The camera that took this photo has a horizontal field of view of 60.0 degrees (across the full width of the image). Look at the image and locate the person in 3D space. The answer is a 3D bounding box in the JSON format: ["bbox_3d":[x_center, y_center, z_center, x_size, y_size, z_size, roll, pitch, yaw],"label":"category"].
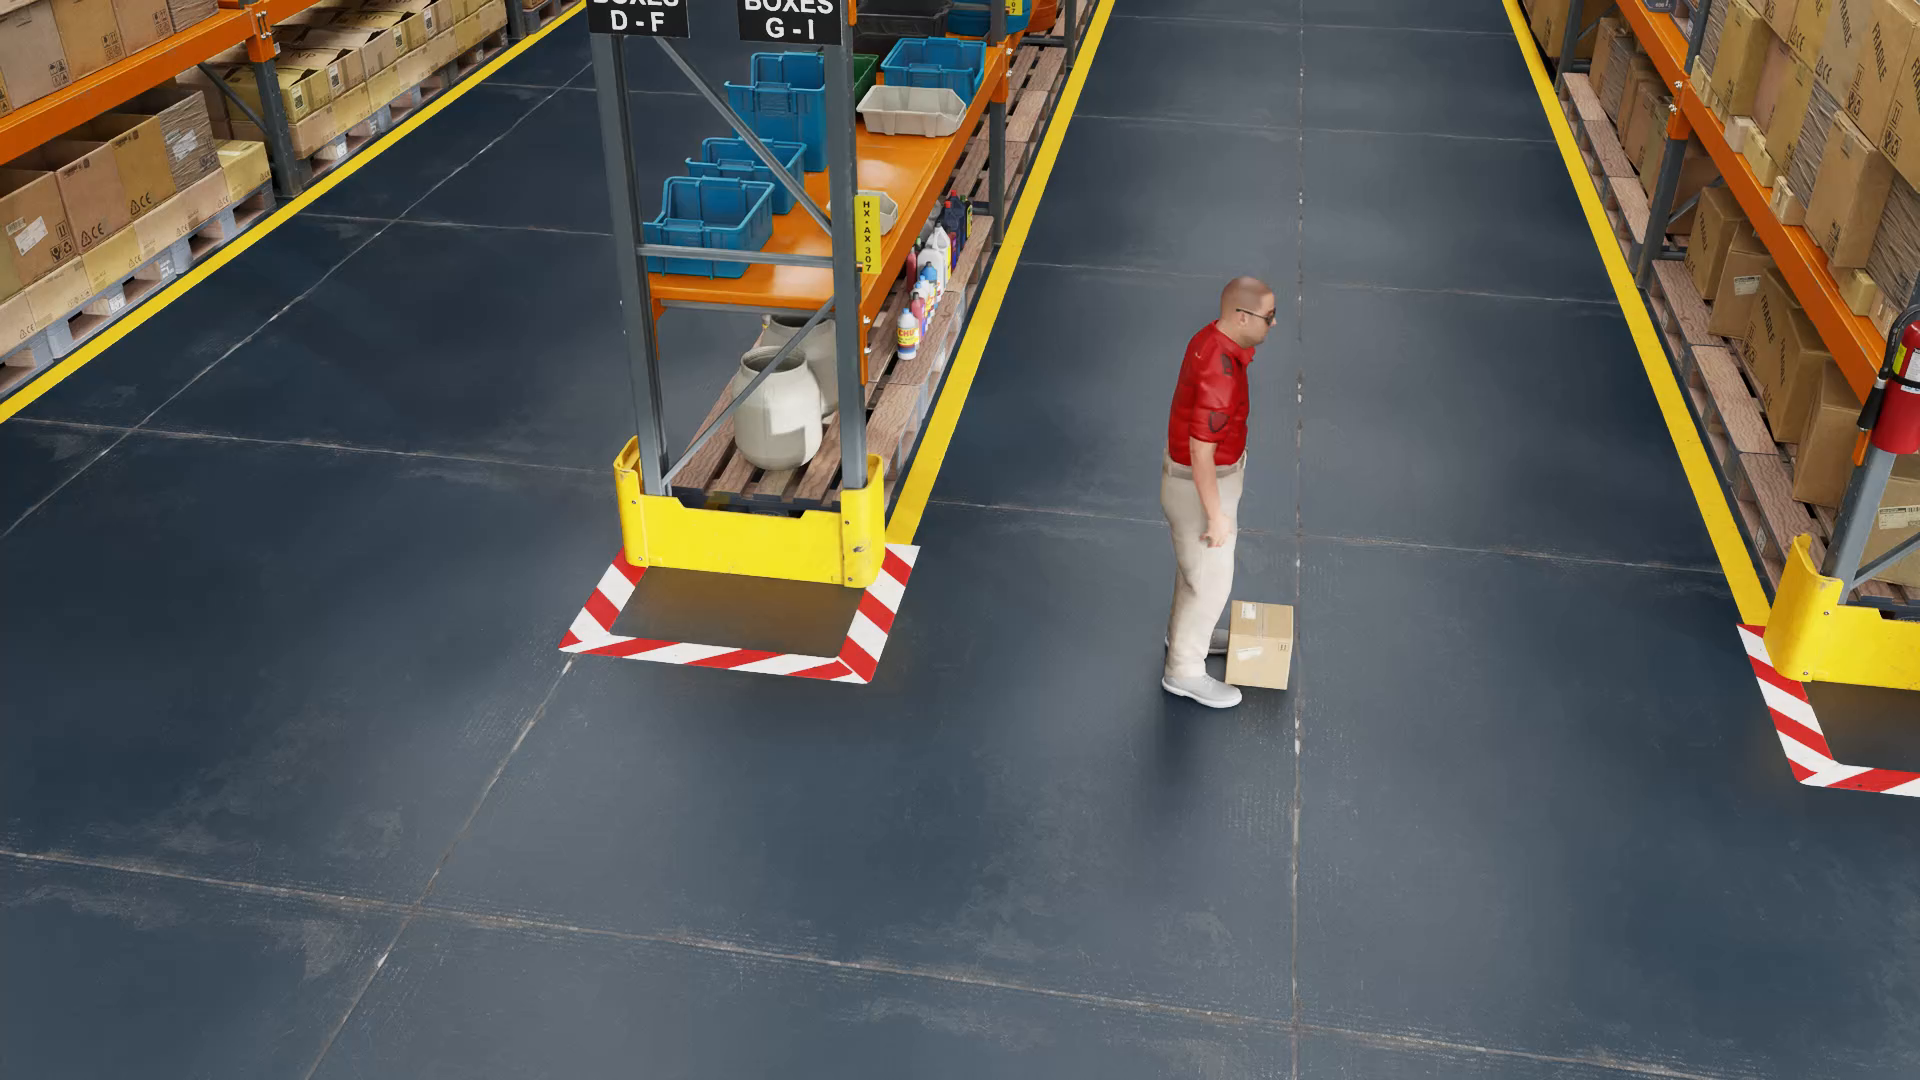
[{"bbox_3d":[0.982,-0.214,6.489,0.389,1.726,0.587,5,33,8],"label":"person"}]
